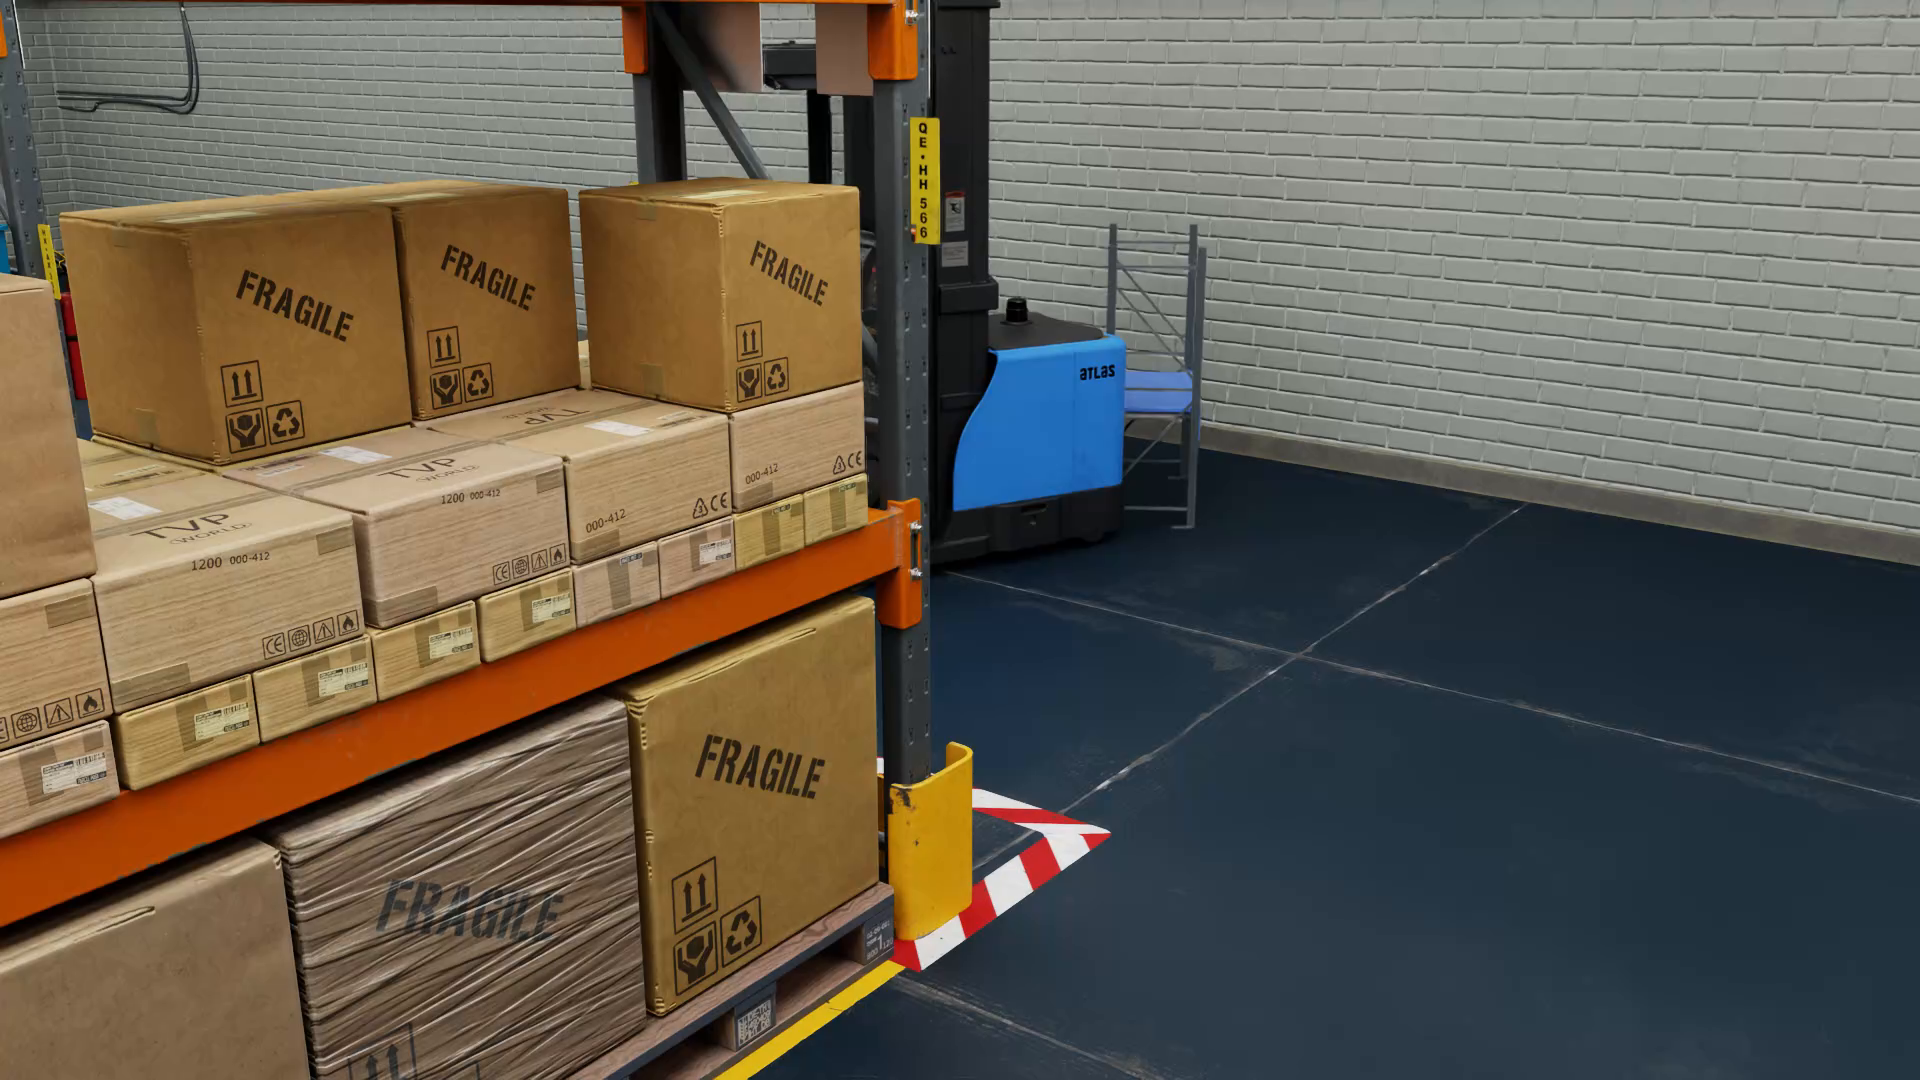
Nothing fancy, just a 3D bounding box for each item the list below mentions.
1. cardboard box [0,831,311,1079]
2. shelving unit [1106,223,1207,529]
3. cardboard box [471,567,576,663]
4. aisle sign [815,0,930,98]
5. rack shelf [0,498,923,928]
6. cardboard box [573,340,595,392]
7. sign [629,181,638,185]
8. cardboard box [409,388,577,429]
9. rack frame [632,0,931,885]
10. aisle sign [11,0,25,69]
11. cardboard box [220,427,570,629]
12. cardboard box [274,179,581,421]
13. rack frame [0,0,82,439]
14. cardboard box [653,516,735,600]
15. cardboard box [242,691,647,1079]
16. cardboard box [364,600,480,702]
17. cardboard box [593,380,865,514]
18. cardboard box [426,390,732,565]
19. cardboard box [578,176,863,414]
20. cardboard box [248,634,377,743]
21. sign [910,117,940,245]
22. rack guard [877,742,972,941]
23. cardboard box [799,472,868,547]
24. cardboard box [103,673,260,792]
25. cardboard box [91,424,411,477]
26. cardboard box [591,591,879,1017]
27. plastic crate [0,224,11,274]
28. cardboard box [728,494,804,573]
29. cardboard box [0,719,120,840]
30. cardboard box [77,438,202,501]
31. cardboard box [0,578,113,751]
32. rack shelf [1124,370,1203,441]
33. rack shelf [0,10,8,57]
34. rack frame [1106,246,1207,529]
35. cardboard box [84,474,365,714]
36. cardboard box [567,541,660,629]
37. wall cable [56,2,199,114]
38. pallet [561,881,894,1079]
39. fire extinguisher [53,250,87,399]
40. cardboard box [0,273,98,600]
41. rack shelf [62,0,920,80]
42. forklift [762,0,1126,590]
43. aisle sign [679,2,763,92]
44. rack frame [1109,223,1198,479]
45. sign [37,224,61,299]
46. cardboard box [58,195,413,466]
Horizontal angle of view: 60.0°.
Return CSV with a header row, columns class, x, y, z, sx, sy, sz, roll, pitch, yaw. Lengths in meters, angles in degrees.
class,x,y,z,sx,sy,sz,roll,pitch,yaw
cardboard box,-1.912,1.033,3.234,0.875,0.875,0.875,12,21,35
shelving unit,1.059,-0.939,9.237,0.538,1.500,1.048,2,17,5
cardboard box,-1.077,0.130,3.691,0.380,0.149,0.250,12,21,33
aisle sign,-0.238,-1.582,4.397,0.394,0.787,0.004,12,21,35
rack shelf,-1.714,0.444,3.471,1.077,0.370,4.000,12,21,35
cardboard box,-1.025,-0.380,4.662,0.500,0.250,0.500,12,21,33
sign,-0.964,-0.927,5.078,0.100,0.325,0.005,12,21,35
cardboard box,-1.329,-0.255,4.259,0.500,0.250,0.500,12,21,34
rack frame,-0.522,-0.376,4.898,1.000,3.000,0.127,12,21,35
aisle sign,-4.222,-2.458,7.219,0.394,0.787,0.004,12,21,35
cardboard box,-1.203,-0.043,3.574,0.500,0.250,0.500,12,21,33
cardboard box,-1.323,-0.619,4.167,0.500,0.500,0.500,12,21,33
rack frame,-4.500,-1.252,7.716,1.000,3.000,0.127,12,21,35
cardboard box,-0.775,0.009,4.081,0.380,0.149,0.250,12,21,35
cardboard box,-1.381,0.821,3.916,0.875,0.875,0.875,12,21,35
cardboard box,-1.231,0.192,3.491,0.380,0.149,0.250,13,21,35
cardboard box,-0.598,-0.284,4.353,0.500,0.250,0.500,12,21,34
cardboard box,-0.901,-0.164,3.965,0.500,0.250,0.500,12,21,34
cardboard box,-0.601,-0.642,4.242,0.500,0.500,0.500,13,21,35
cardboard box,-1.381,0.251,3.302,0.380,0.149,0.250,13,21,36
sign,-0.095,-0.943,4.372,0.100,0.325,0.005,12,21,35
rack guard,-0.508,0.812,5.287,1.175,0.500,0.348,12,21,35
cardboard box,-0.470,-0.113,4.475,0.380,0.149,0.250,13,21,36
cardboard box,-1.535,0.313,3.101,0.380,0.149,0.250,12,21,33
cardboard box,-1.632,-0.136,3.876,0.500,0.250,0.500,12,21,33
cardboard box,-0.839,0.604,4.614,0.875,0.875,0.875,12,21,35
plastic crate,-4.549,-1.184,7.339,0.616,0.435,0.499,12,21,35
cardboard box,-0.623,-0.051,4.274,0.380,0.149,0.250,13,21,35
cardboard box,-1.690,0.376,2.899,0.380,0.149,0.250,13,21,35
cardboard box,-1.938,-0.011,3.473,0.500,0.250,0.500,12,21,34
cardboard box,-1.811,0.198,2.799,0.500,0.250,0.500,13,22,36
rack shelf,1.059,-0.767,9.291,0.538,0.185,1.000,2,17,5
rack shelf,-5.692,-1.864,5.844,1.077,0.370,4.000,12,21,35
rack frame,1.014,-0.788,8.754,0.500,1.500,0.032,2,17,5
cardboard box,-1.511,0.082,3.172,0.500,0.250,0.500,12,21,35
cardboard box,-0.924,0.068,3.891,0.380,0.149,0.250,13,21,36
wall cable,-8.799,-5.668,17.059,3.097,2.526,0.112,12,21,35
pallet,-0.936,1.160,4.654,1.003,0.211,1.213,12,21,35
fire extinguisher,-4.045,-0.992,7.640,0.296,0.674,0.183,12,21,35
cardboard box,-1.809,-0.162,2.694,0.500,0.500,0.500,12,21,33
rack shelf,-1.714,-0.989,3.026,1.077,0.370,4.000,12,21,35
forklift,-0.676,-1.309,8.016,3.031,2.935,1.130,-10,20,-28
aisle sign,-0.720,-1.688,4.738,0.394,0.787,0.004,12,21,35
rack frame,1.105,-1.089,9.721,0.500,1.500,0.032,2,17,5
sign,-4.048,-1.236,7.392,0.100,0.325,0.005,12,21,35
cardboard box,-1.627,-0.495,3.766,0.500,0.500,0.500,12,21,33
